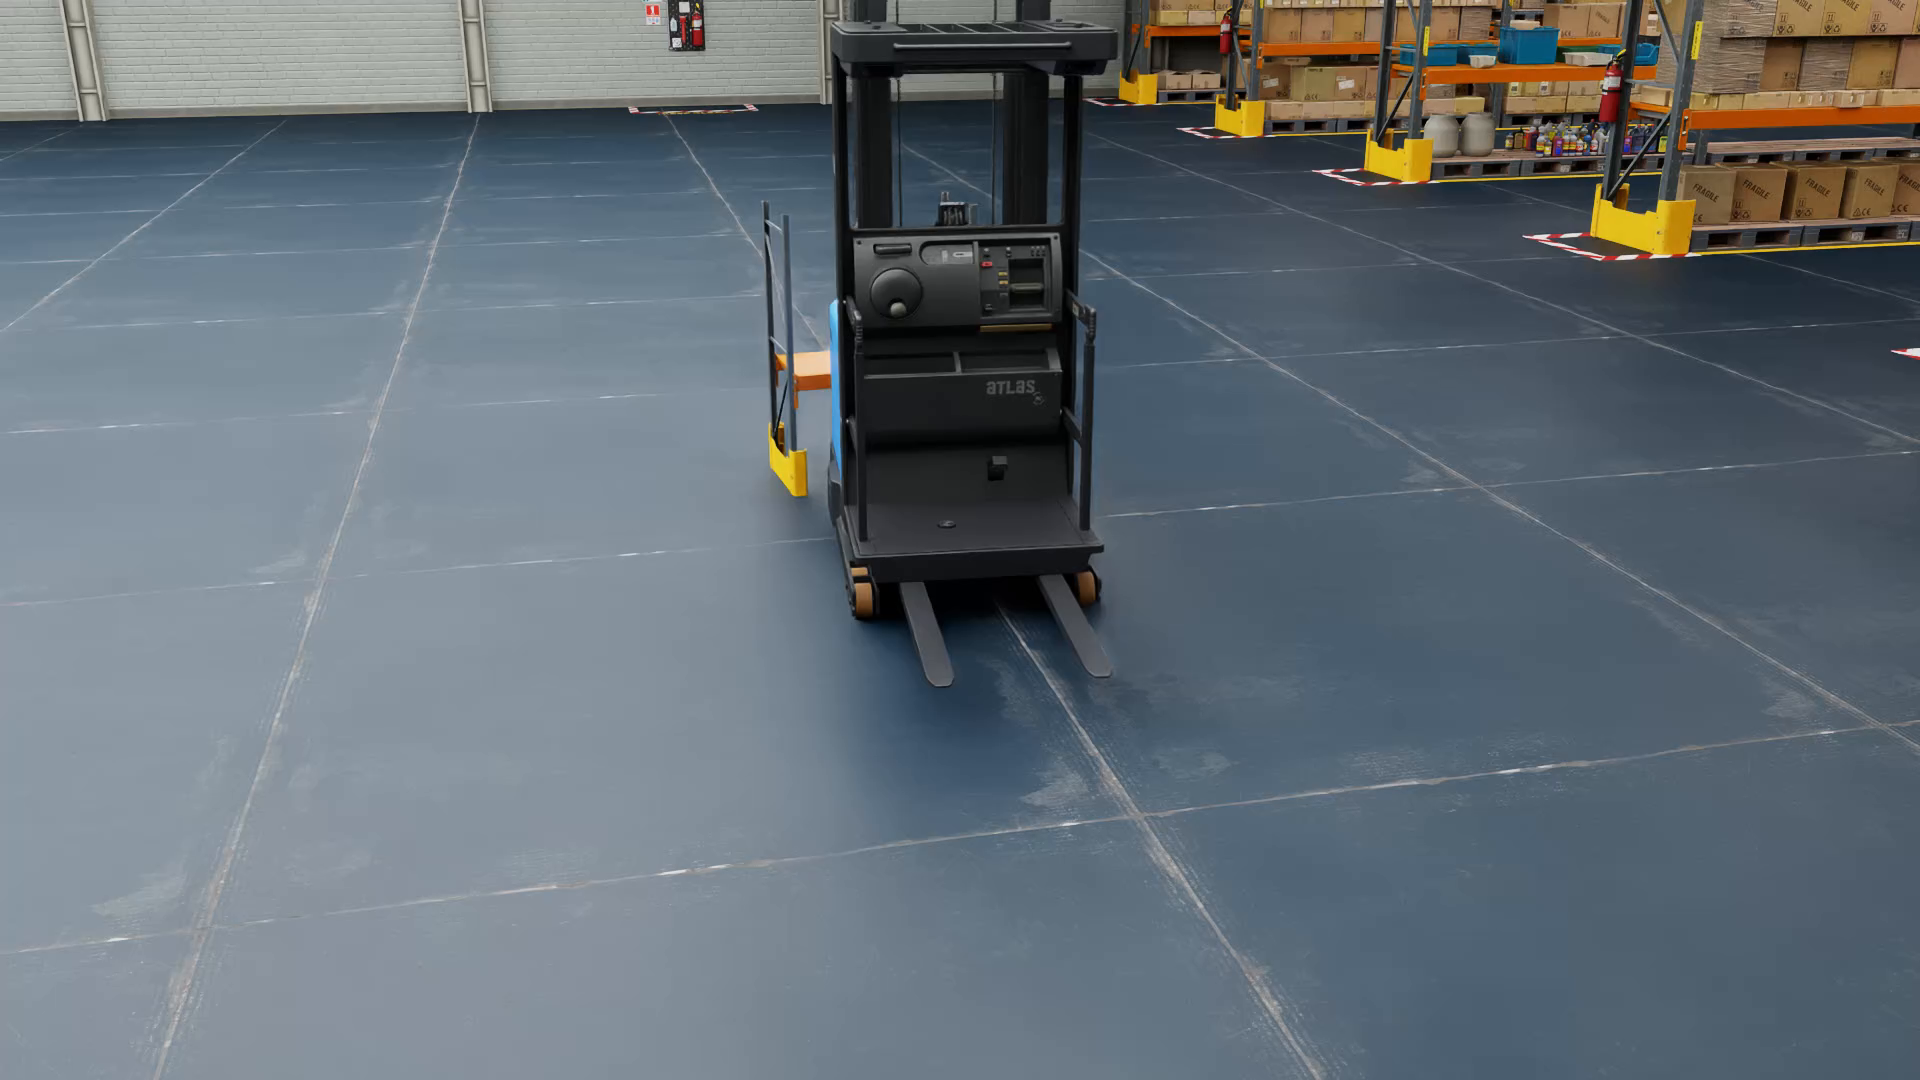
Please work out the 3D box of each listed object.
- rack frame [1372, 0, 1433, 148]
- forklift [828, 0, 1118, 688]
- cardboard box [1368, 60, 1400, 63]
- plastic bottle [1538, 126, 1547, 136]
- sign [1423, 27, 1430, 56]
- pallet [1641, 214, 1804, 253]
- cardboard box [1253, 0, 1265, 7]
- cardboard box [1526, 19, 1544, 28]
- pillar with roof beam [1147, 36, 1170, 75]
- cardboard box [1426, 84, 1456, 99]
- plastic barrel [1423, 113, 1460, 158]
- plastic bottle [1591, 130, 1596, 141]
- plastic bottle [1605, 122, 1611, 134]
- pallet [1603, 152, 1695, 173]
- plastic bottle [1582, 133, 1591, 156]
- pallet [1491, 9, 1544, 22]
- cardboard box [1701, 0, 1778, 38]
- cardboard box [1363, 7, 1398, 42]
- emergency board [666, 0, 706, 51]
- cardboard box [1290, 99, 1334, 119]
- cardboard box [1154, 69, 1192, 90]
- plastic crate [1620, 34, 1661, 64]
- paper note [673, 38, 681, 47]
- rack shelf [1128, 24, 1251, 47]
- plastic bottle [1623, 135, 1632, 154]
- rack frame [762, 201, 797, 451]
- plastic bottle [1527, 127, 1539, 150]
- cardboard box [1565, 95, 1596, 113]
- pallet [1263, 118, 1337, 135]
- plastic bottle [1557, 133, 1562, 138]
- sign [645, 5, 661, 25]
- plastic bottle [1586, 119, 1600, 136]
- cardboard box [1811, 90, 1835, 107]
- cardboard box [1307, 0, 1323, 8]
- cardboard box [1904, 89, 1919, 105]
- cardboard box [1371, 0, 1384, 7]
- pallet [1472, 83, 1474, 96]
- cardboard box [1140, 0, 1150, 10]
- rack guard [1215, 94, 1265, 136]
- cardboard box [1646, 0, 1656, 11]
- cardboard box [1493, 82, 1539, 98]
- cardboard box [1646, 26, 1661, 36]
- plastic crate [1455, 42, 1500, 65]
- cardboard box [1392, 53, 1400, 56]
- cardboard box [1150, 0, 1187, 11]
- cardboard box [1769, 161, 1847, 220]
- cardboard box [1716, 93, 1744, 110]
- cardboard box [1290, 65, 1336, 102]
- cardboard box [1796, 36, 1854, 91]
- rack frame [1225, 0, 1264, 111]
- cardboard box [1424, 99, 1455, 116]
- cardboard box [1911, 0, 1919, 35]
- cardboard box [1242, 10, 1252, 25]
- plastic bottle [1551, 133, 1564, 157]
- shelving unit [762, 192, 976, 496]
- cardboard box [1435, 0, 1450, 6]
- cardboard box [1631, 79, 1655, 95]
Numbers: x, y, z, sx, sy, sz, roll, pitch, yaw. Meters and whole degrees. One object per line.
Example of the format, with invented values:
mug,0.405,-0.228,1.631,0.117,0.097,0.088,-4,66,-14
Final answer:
rack frame,5.380,-5.941,20.172,0.127,3.000,1.000,-5,21,-12
forklift,0.026,-1.154,7.204,1.130,2.935,3.031,-3,20,-8
cardboard box,6.640,-7.163,25.805,0.500,0.500,0.500,-5,21,-12
plastic bottle,7.453,-5.183,21.422,0.135,0.276,0.152,-5,21,-14
sign,5.502,-5.887,19.621,0.005,0.325,0.100,-5,21,-12
pallet,7.392,-3.032,16.286,1.213,0.211,1.003,-5,21,-12
cardboard box,4.572,-8.045,24.827,0.250,0.149,0.380,-5,21,-13
cardboard box,8.950,-7.984,25.945,0.258,0.266,0.396,-5,21,-14
pillar with roof beam,4.573,-10.978,25.201,0.400,9.000,9.100,-5,21,-12
cardboard box,7.246,-7.029,25.438,0.500,0.500,0.500,-5,21,-12
plastic barrel,6.003,-5.048,20.740,0.421,0.512,0.421,0,20,0
plastic bottle,8.027,-5.025,20.980,0.133,0.283,0.061,-5,21,-12
plastic bottle,8.425,-5.247,21.490,0.185,0.351,0.144,-5,21,-12
pallet,8.609,-4.909,21.409,1.213,0.211,1.003,-5,21,-12
plastic bottle,7.844,-4.957,20.812,0.097,0.271,0.097,0,20,0
pallet,10.217,-9.708,30.735,1.003,0.211,1.213,-5,21,-12
cardboard box,7.118,-4.892,15.276,0.500,0.500,0.500,-5,21,-12
cardboard box,6.207,-7.802,25.108,0.500,0.500,0.700,-4,21,-11
emergency board,-4.670,-8.945,28.371,0.643,1.169,0.194,-5,21,-12
cardboard box,5.303,-6.514,25.124,0.500,0.250,0.500,-5,21,-12
cardboard box,3.794,-8.226,29.679,0.500,0.311,0.500,-7,21,-19
plastic crate,8.734,-6.230,21.050,0.504,0.338,0.767,-5,21,-12
paper note,-4.858,-8.540,28.548,0.142,0.148,0.016,-5,21,-12
rack shelf,5.047,-9.078,29.781,4.000,0.370,1.077,-5,21,-12
plastic bottle,8.376,-4.999,20.911,0.133,0.283,0.061,-3,20,-9
rack frame,-0.970,-1.036,8.962,0.032,1.500,0.500,-7,21,-18
plastic bottle,7.343,-5.139,21.293,0.133,0.283,0.061,-5,21,-12
cardboard box,9.587,-6.853,26.049,0.500,0.250,0.500,-5,21,-14
pallet,4.978,-6.365,25.382,1.213,0.211,1.003,-5,21,-12
plastic bottle,7.684,-5.125,21.373,0.097,0.201,0.097,0,20,0
sign,-5.232,-8.952,28.340,0.234,0.329,0.001,-5,21,-12
plastic bottle,8.208,-5.281,21.580,0.185,0.351,0.144,-6,21,-15
cardboard box,8.067,-4.209,15.809,0.250,0.149,0.380,-5,21,-12
cardboard box,5.175,-7.951,24.571,0.250,0.149,0.380,-5,21,-12
cardboard box,9.043,-4.284,16.014,0.250,0.149,0.380,-5,21,-12
cardboard box,6.171,-8.031,24.790,0.250,0.149,0.380,-4,21,-12
pallet,8.940,-8.424,31.006,1.213,0.211,1.003,-5,21,-12
cardboard box,3.510,-9.657,29.415,0.500,0.500,0.500,-5,21,-13
rack guard,4.220,-6.424,25.124,0.348,0.500,1.175,-5,21,-12
cardboard box,12.917,-10.160,31.084,0.500,0.500,0.500,-4,21,-11
cardboard box,8.596,-7.035,25.730,0.500,0.311,0.500,-5,21,-12
cardboard box,10.801,-7.995,26.144,0.250,0.149,0.380,-3,20,-8
plastic crate,6.431,-6.061,20.714,0.408,0.251,0.499,-5,21,-12
cardboard box,8.133,-9.059,30.587,0.500,0.250,0.500,-5,21,-14
cardboard box,3.634,-9.486,28.947,0.500,0.500,0.500,-5,21,-12
cardboard box,8.319,-3.452,16.402,0.500,0.500,0.500,-3,20,-7
cardboard box,7.100,-4.121,15.570,0.250,0.149,0.380,-5,21,-12
cardboard box,5.303,-6.866,24.993,0.500,0.500,0.500,-5,21,-12
cardboard box,8.017,-4.609,15.958,0.500,0.500,0.875,-5,21,-12
rack frame,4.244,-7.599,24.699,0.127,3.000,1.000,-5,21,-12
cardboard box,7.247,-6.676,25.565,0.500,0.250,0.500,-5,21,-12
cardboard box,9.065,-5.049,15.705,0.500,0.500,0.500,-5,21,-12
cardboard box,5.140,-9.252,29.400,0.500,0.250,0.500,-4,21,-12
plastic bottle,7.441,-4.923,20.703,0.133,0.283,0.061,-4,21,-12
shelving unit,-0.480,-1.094,9.120,1.083,1.500,0.587,-7,21,-18
cardboard box,7.170,-8.113,25.012,0.250,0.149,0.380,-5,21,-13
cardboard box,10.580,-7.196,26.169,0.500,0.311,0.500,-5,21,-13
